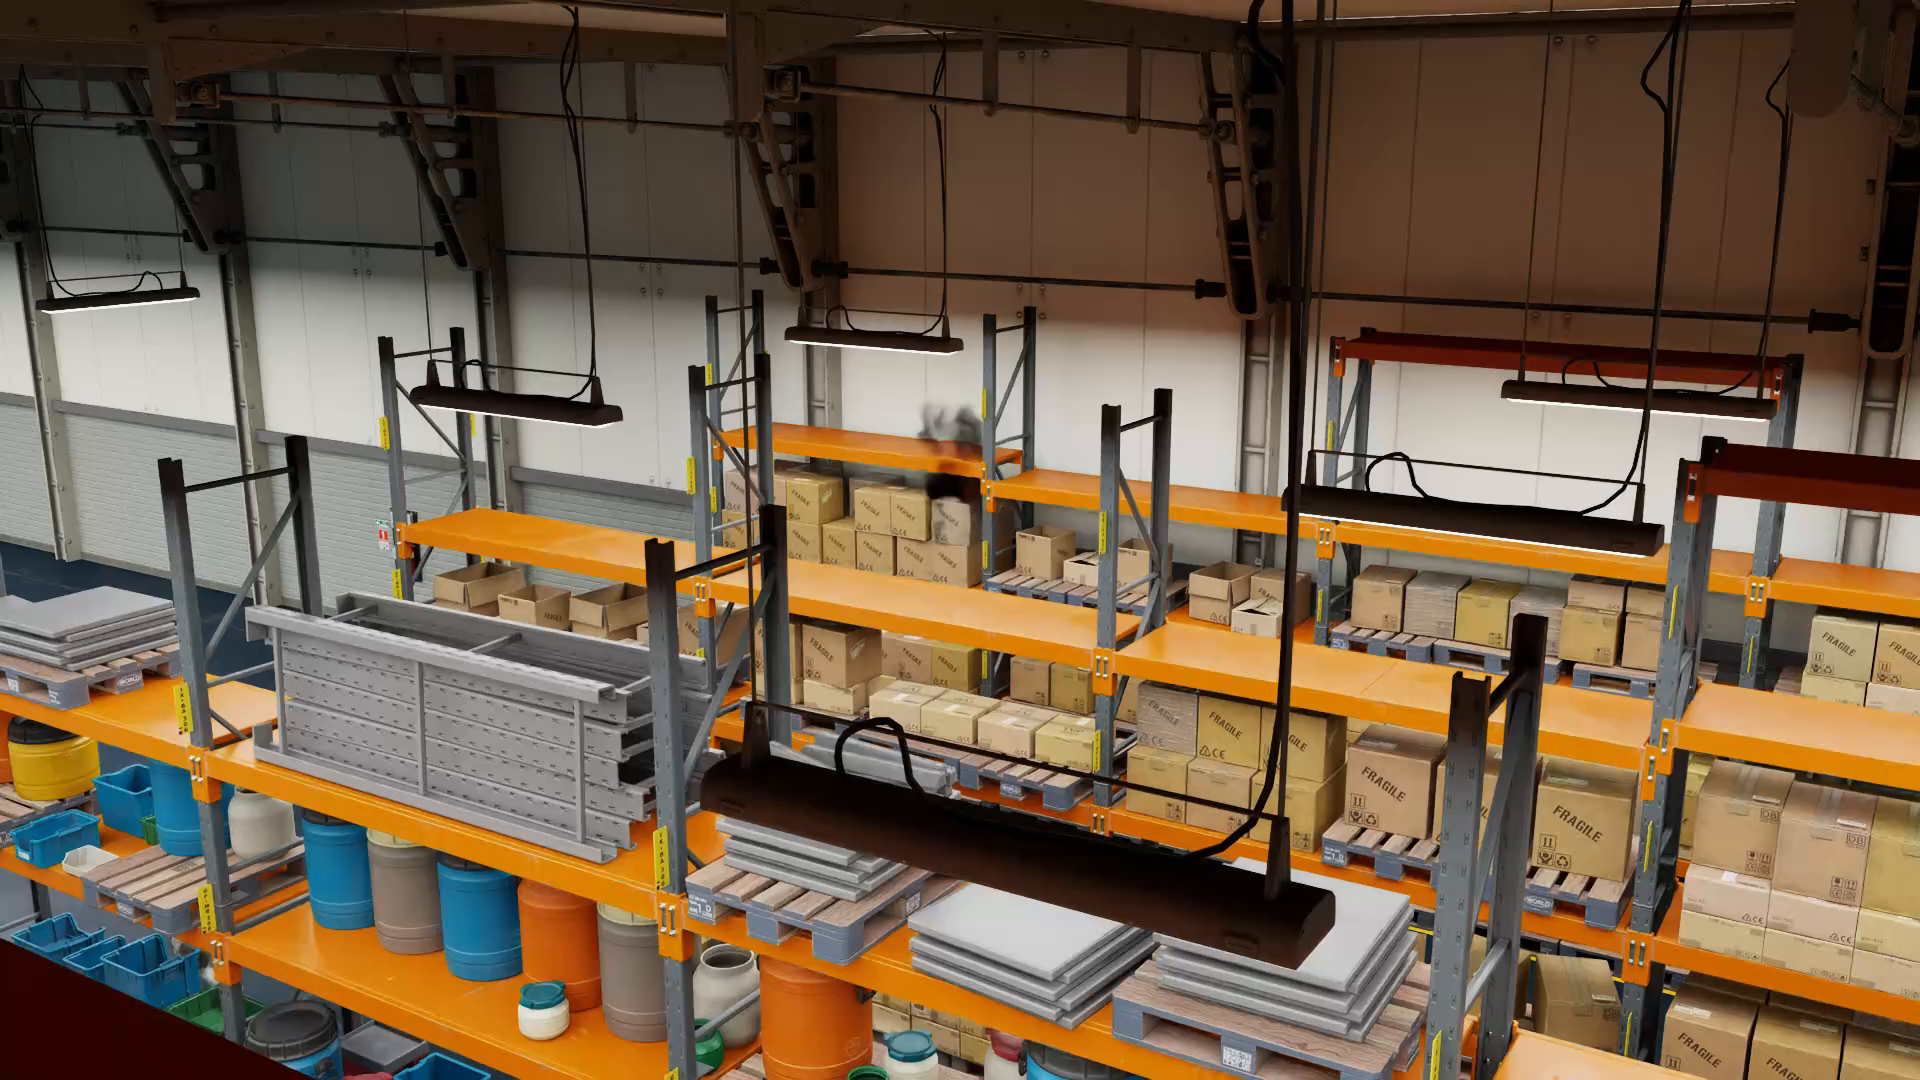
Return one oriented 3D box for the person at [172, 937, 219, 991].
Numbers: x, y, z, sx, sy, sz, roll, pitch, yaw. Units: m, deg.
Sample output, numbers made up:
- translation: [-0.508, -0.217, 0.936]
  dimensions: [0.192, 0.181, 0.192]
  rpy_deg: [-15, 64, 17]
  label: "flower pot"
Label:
- translation: [-6.906, 3.636, 15.148]
  dimensions: [0.624, 1.678, 0.654]
  rpy_deg: [8, 16, 29]
  label: "person"
